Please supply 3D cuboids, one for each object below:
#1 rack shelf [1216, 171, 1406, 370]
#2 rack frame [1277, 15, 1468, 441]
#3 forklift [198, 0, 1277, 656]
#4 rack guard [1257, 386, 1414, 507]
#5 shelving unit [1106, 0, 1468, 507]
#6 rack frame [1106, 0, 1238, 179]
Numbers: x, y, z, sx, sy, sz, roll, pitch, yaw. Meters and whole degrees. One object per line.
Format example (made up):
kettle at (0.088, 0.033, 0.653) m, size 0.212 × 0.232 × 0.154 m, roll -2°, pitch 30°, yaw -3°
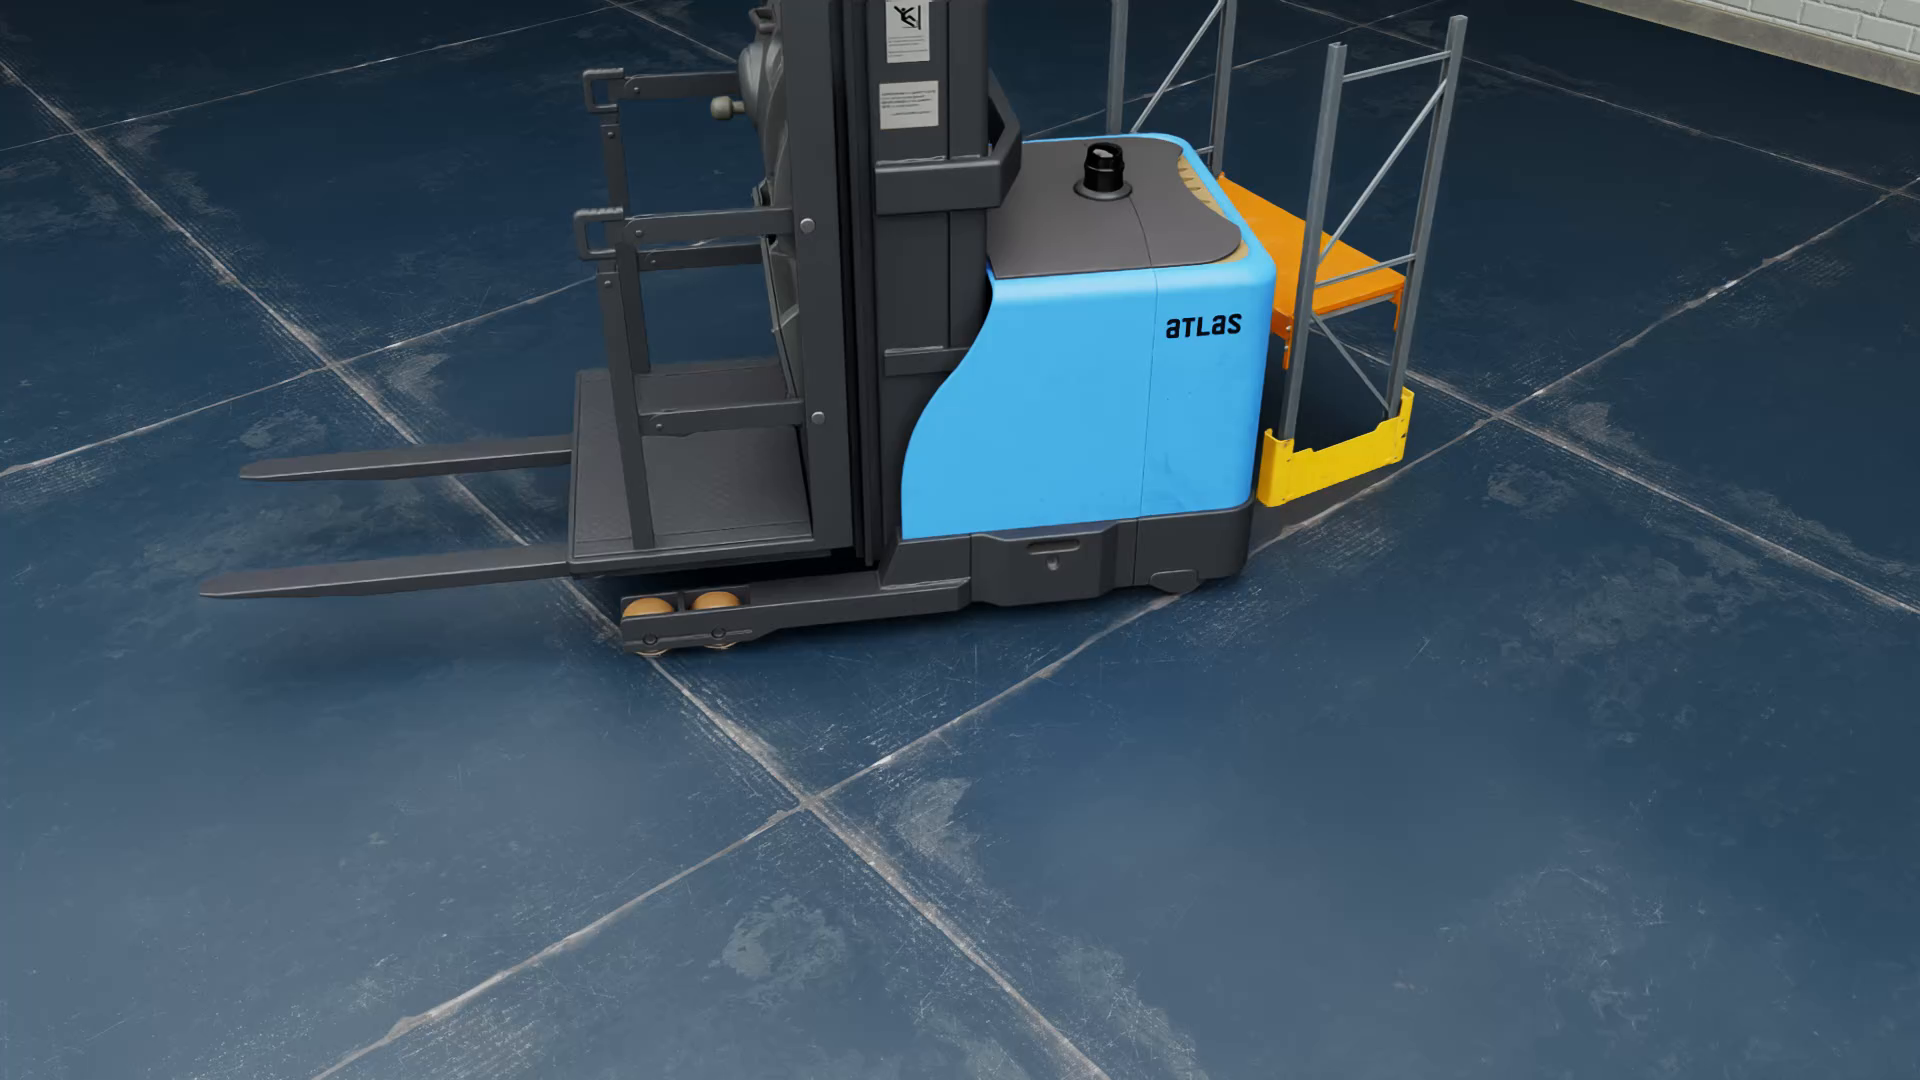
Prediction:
rack shelf at (0.977, -0.926, 5.572) m, size 0.538 × 0.185 × 1.000 m, roll -19°, pitch 40°, yaw -25°
rack frame at (1.238, -0.821, 5.112) m, size 0.500 × 1.500 × 0.032 m, roll -19°, pitch 40°, yaw -25°
forklift at (-0.692, -1.193, 4.398) m, size 3.031 × 2.935 × 1.130 m, roll -5°, pitch 36°, yaw -8°
rack guard at (1.237, -0.312, 5.474) m, size 0.587 × 0.250 × 0.087 m, roll -19°, pitch 40°, yaw -25°
shelving unit at (0.982, -1.069, 5.461) m, size 0.587 × 1.500 × 1.083 m, roll -19°, pitch 40°, yaw -25°
rack frame at (0.716, -1.325, 5.824) m, size 0.500 × 1.500 × 0.032 m, roll -19°, pitch 40°, yaw -25°
